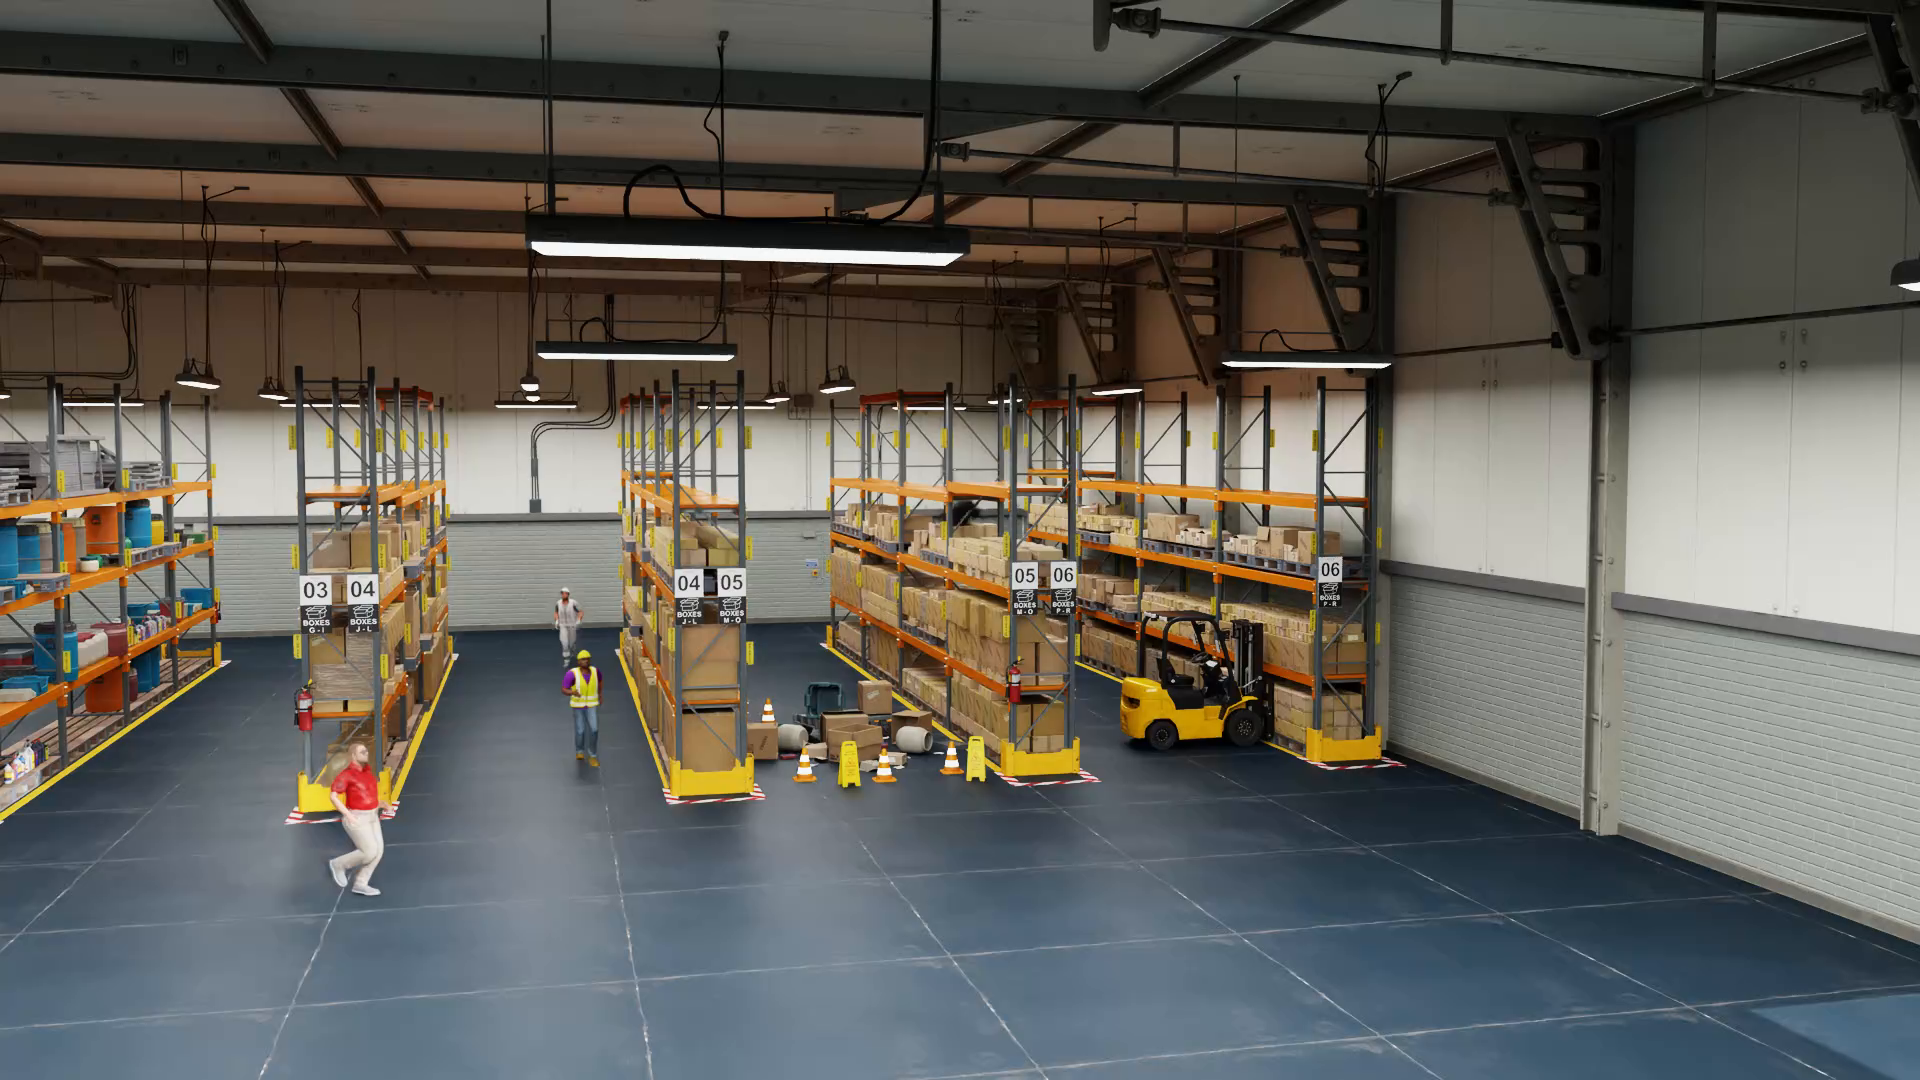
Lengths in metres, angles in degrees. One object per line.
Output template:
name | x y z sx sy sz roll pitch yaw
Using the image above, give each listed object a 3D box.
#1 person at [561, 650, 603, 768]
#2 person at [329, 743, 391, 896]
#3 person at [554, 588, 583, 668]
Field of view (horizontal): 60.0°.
person | -5.801 2.606 25.636 0.680 1.824 0.759 -1 4 -22
person | -6.596 3.078 18.304 0.599 1.673 0.675 1 3 12
person | -8.690 1.930 36.920 0.651 1.769 0.708 0 3 -3
